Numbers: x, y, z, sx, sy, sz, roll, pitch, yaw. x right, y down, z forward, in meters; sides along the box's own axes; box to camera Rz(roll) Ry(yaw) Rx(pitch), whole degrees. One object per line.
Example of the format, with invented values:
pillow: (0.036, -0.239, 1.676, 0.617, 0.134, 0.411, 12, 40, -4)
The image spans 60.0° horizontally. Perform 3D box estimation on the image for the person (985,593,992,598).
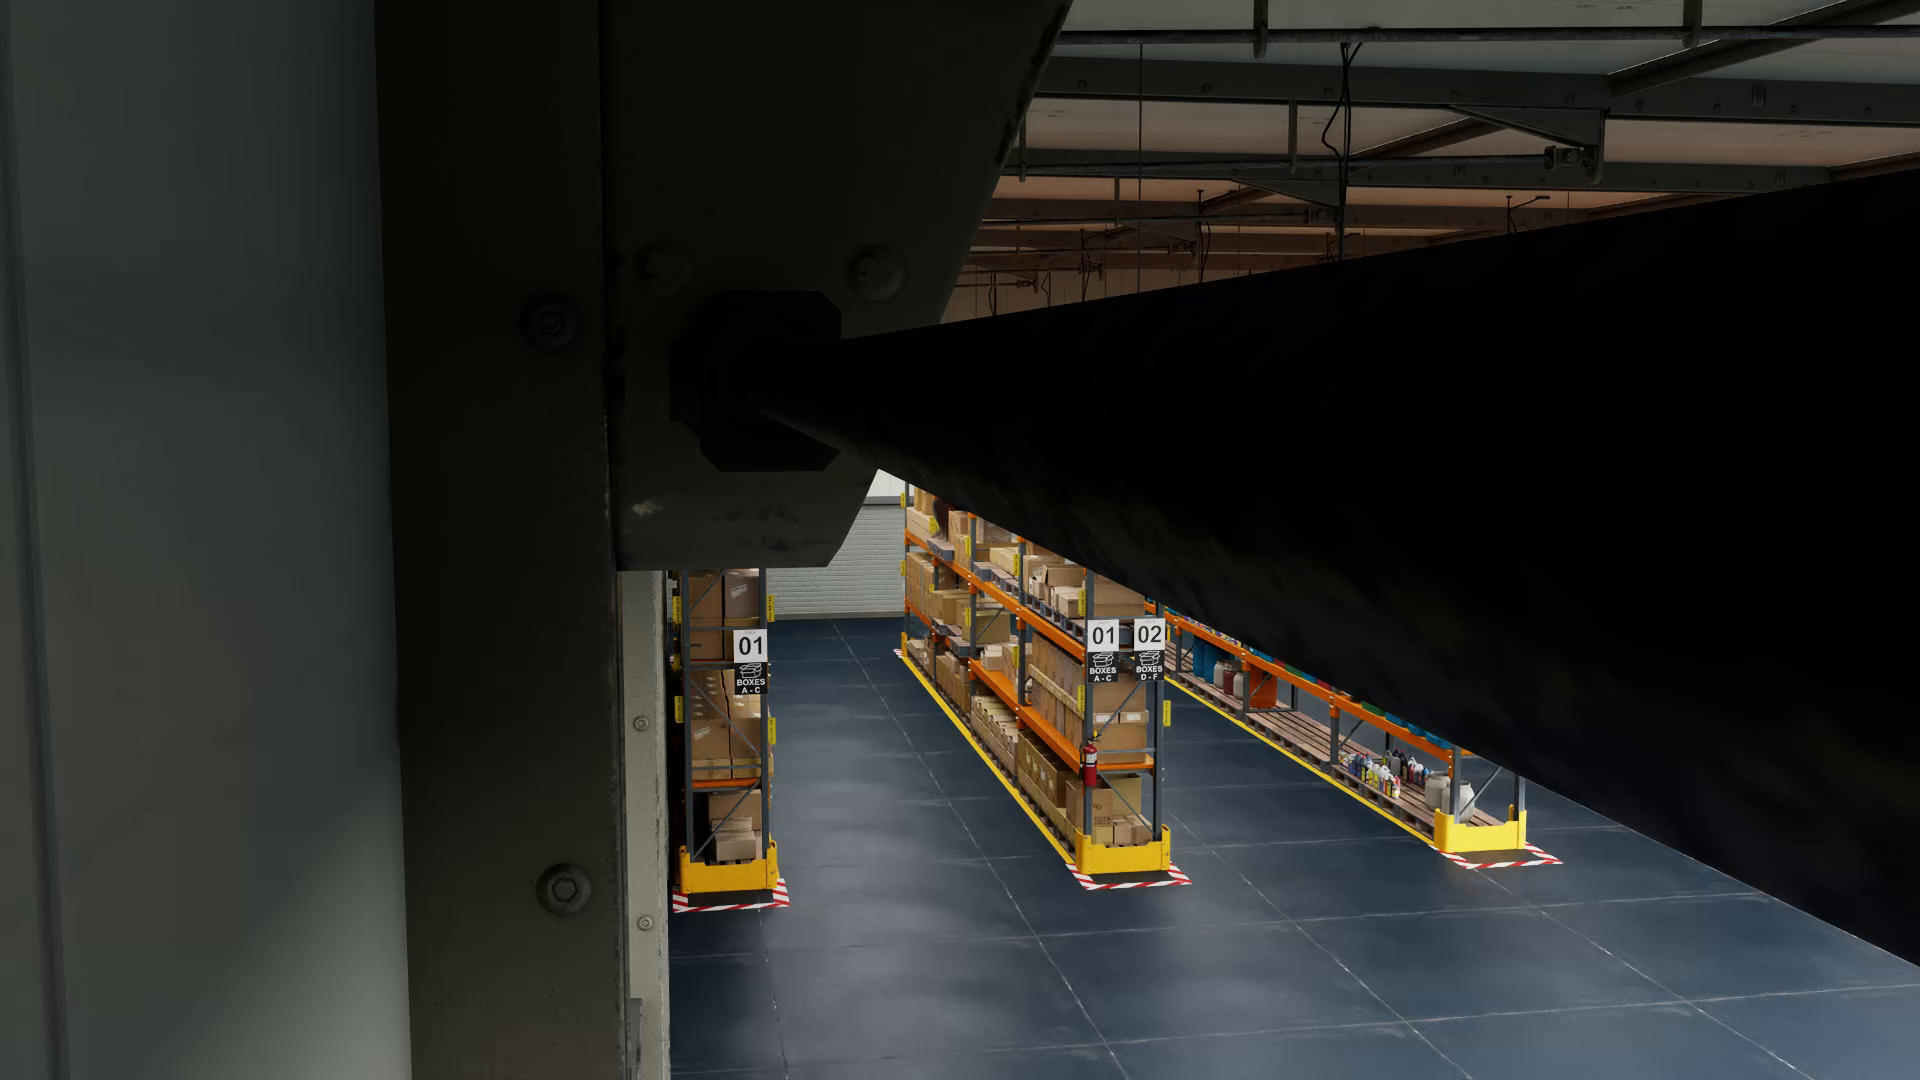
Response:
person: (0.453, 1.621, 37.354, 0.603, 1.664, 0.781, -3, 7, -27)
